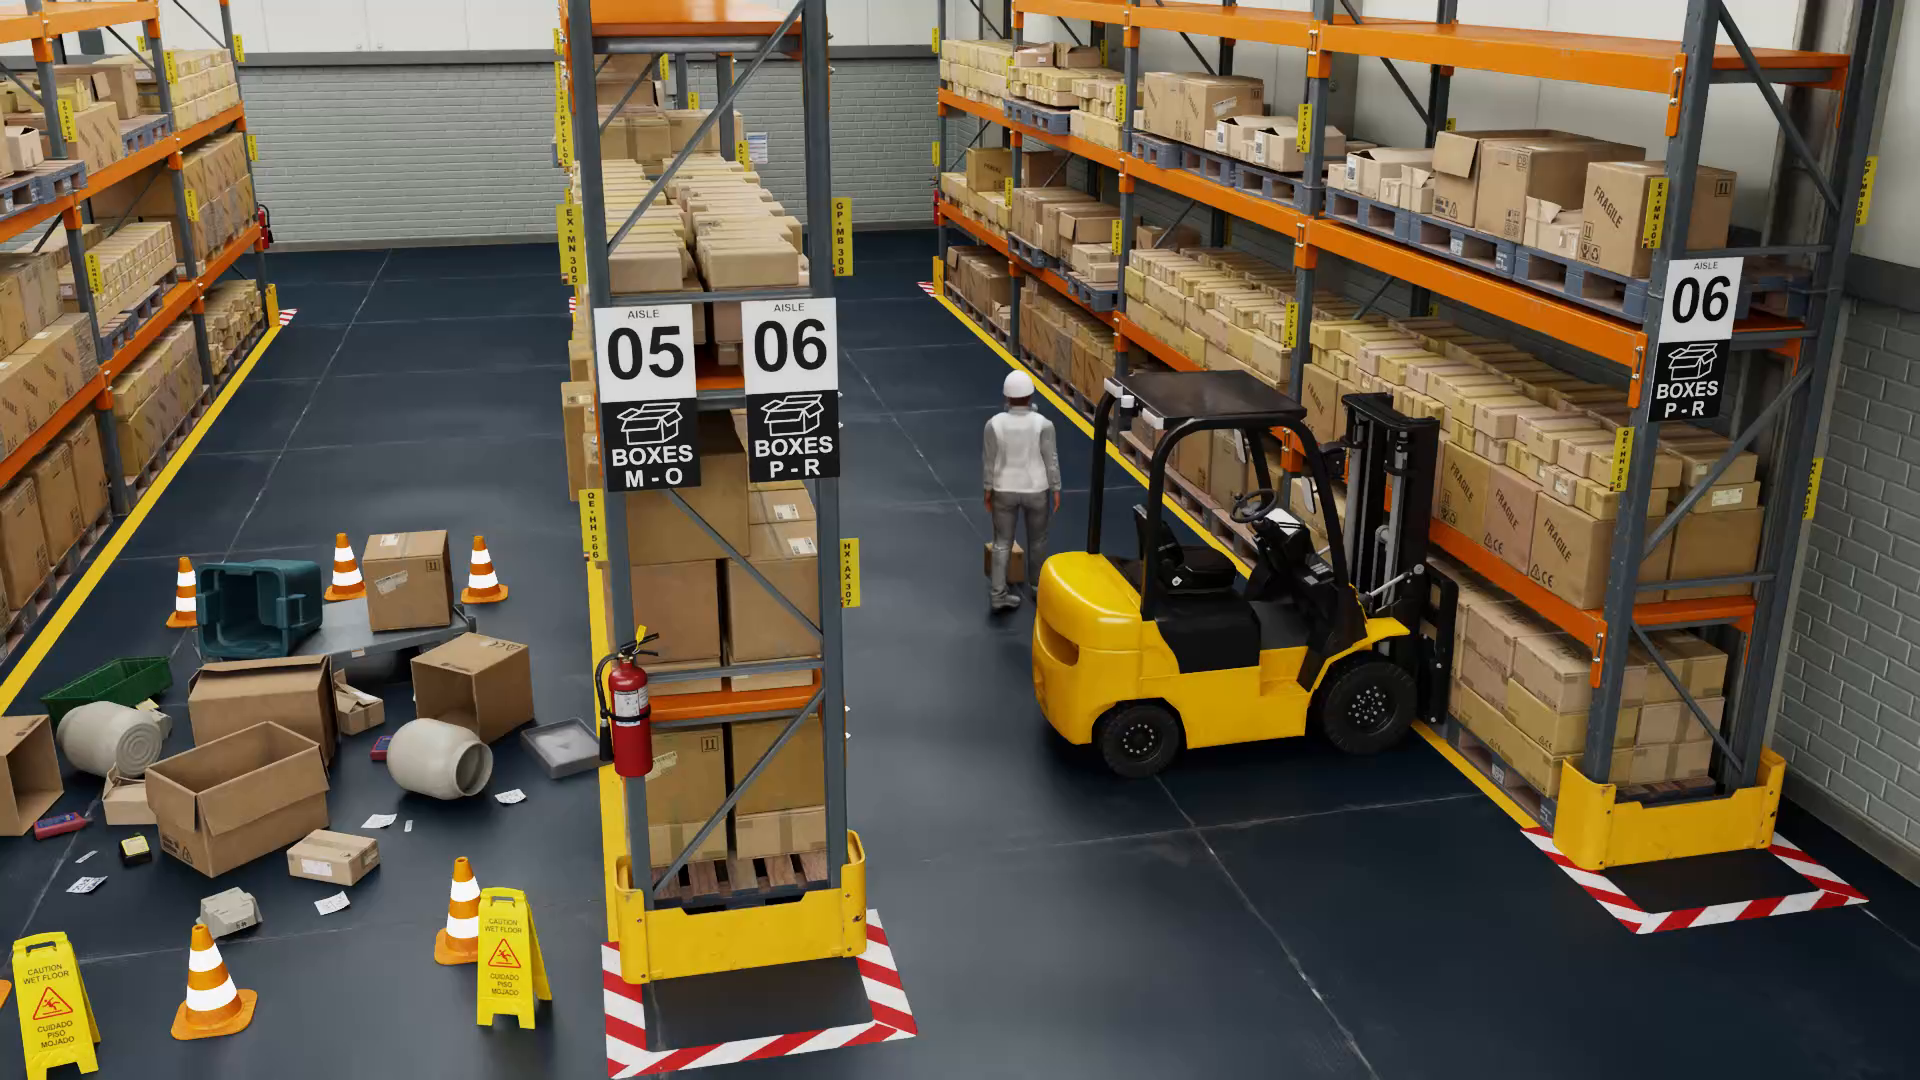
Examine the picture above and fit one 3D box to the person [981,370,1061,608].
[{"bbox_3d":[0.456,-0.387,12.117,0.581,1.771,0.684,3,20,8],"label":"person"}]
